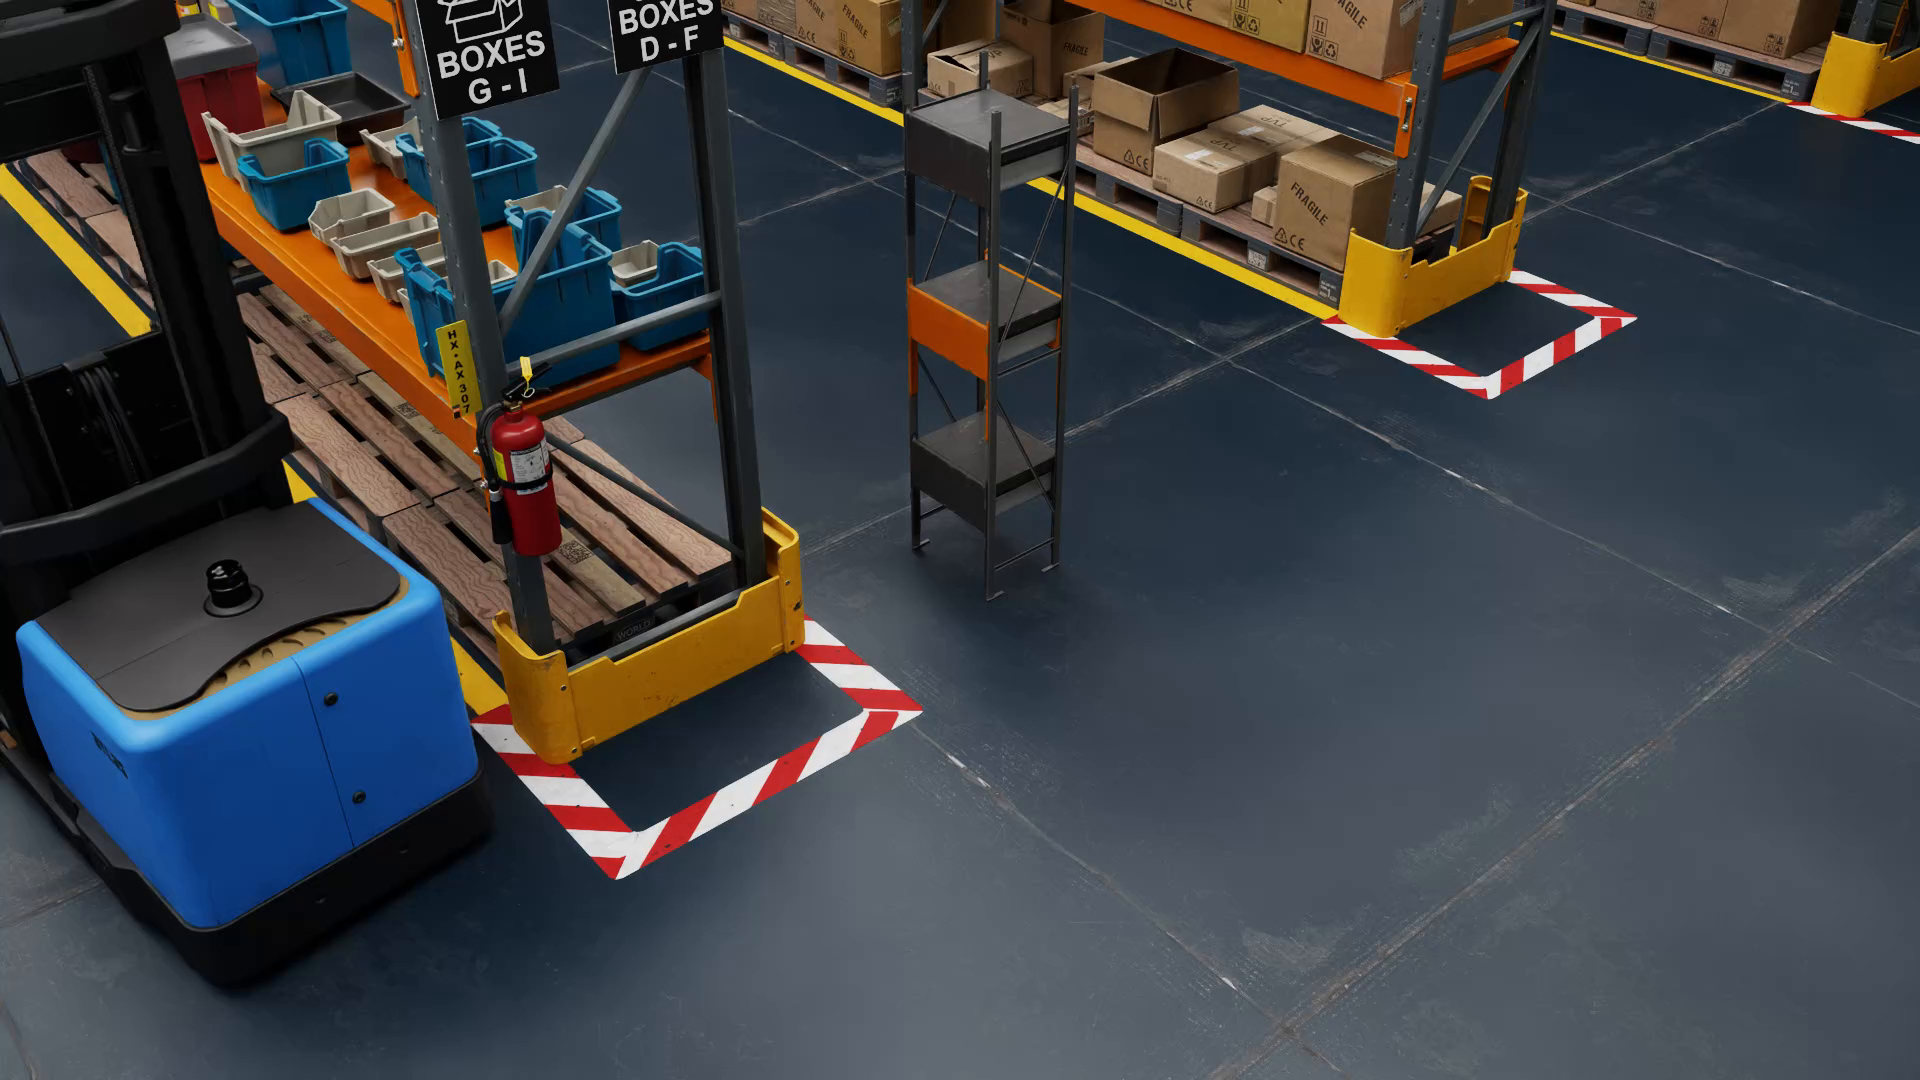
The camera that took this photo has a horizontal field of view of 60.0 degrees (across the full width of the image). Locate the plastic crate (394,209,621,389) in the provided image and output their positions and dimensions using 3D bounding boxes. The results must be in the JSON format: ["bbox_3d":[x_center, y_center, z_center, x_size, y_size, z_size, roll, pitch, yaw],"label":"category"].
[{"bbox_3d":[-1.536,-0.801,5.703,0.616,0.435,0.499,-26,43,-32],"label":"plastic crate"}]

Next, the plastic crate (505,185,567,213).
[{"bbox_3d":[-1.666,-1.305,6.673,0.250,0.136,0.298,-26,43,-32],"label":"plastic crate"}]

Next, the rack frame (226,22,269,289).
[{"bbox_3d":[-3.758,-2.450,8.114,1.000,3.000,0.127,-26,43,-32],"label":"rack frame"}]

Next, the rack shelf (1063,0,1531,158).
[{"bbox_3d":[1.319,-3.119,9.681,1.077,0.370,4.000,-26,43,-32],"label":"rack shelf"}]

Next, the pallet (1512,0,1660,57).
[{"bbox_3d":[5.032,-4.103,12.861,1.003,0.211,1.213,-26,43,-32],"label":"pallet"}]

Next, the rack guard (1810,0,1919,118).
[{"bbox_3d":[6.407,-3.348,11.545,1.175,0.500,0.348,-26,43,-32],"label":"rack guard"}]

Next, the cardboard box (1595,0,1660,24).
[{"bbox_3d":[5.215,-4.245,12.448,0.700,0.500,0.500,-28,44,-33],"label":"cardboard box"}]

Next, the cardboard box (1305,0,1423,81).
[{"bbox_3d":[2.112,-2.667,8.334,0.500,0.500,0.500,-25,42,-30],"label":"cardboard box"}]

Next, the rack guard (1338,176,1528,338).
[{"bbox_3d":[2.560,-1.543,8.996,1.175,0.500,0.348,-26,43,-32],"label":"rack guard"}]

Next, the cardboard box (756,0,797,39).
[{"bbox_3d":[-1.145,-4.009,12.098,0.500,0.500,0.500,-25,43,-31],"label":"cardboard box"}]

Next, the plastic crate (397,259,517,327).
[{"bbox_3d":[-1.842,-0.893,6.092,0.396,0.136,0.243,-26,43,-32],"label":"plastic crate"}]

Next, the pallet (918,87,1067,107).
[{"bbox_3d":[0.470,-2.854,11.098,1.003,0.211,1.213,-26,43,-32],"label":"pallet"}]

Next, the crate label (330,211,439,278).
[{"bbox_3d":[-2.216,-1.140,6.441,0.396,0.136,0.243,-26,43,-32],"label":"crate label"}]

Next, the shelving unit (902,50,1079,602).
[{"bbox_3d":[0.107,-0.784,6.540,0.431,2.100,0.503,-26,43,-32],"label":"shelving unit"}]

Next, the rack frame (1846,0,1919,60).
[{"bbox_3d":[6.391,-4.379,10.838,1.000,3.000,0.127,-26,43,-32],"label":"rack frame"}]

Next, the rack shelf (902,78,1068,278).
[{"bbox_3d":[0.107,-1.344,6.143,0.431,0.518,0.480,-26,43,-32],"label":"rack shelf"}]

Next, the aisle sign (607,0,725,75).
[{"bbox_3d":[-0.904,-1.824,4.981,0.394,0.787,0.004,-26,43,-32],"label":"aisle sign"}]

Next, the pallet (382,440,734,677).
[{"bbox_3d":[-1.680,0.075,6.961,1.003,0.211,1.213,-26,43,-32],"label":"pallet"}]

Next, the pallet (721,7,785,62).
[{"bbox_3d":[-1.317,-4.042,12.774,1.003,0.211,1.213,-26,43,-32],"label":"pallet"}]

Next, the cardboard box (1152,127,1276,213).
[{"bbox_3d":[1.480,-2.166,9.711,0.500,0.250,0.500,-26,43,-32],"label":"cardboard box"}]

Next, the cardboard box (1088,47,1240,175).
[{"bbox_3d":[1.244,-2.629,10.146,0.797,0.503,0.637,-26,43,-32],"label":"cardboard box"}]

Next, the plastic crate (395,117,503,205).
[{"bbox_3d":[-2.128,-1.586,6.987,0.416,0.233,0.300,-26,43,-32],"label":"plastic crate"}]

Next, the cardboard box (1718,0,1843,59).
[{"bbox_3d":[5.863,-3.802,11.822,0.700,0.500,0.500,-26,43,-32],"label":"cardboard box"}]

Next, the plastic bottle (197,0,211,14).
[{"bbox_3d":[-4.002,-2.907,8.867,0.152,0.276,0.135,-26,43,-32],"label":"plastic bottle"}]

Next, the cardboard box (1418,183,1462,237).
[{"bbox_3d":[2.602,-1.859,9.365,0.380,0.149,0.250,-26,43,-32],"label":"cardboard box"}]

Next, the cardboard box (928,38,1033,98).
[{"bbox_3d":[0.134,-3.112,10.995,0.500,0.311,0.500,-26,43,-32],"label":"cardboard box"}]

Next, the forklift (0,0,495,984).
[{"bbox_3d":[-3.027,-0.552,5.494,3.031,2.935,1.130,29,44,34],"label":"forklift"}]

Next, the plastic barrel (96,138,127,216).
[{"bbox_3d":[-4.553,-2.324,9.389,0.600,0.901,0.708,-26,43,-32],"label":"plastic barrel"}]

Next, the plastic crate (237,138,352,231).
[{"bbox_3d":[-2.698,-1.451,6.797,0.416,0.233,0.300,-26,43,-32],"label":"plastic crate"}]

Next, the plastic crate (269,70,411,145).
[{"bbox_3d":[-2.831,-1.968,7.620,0.437,0.125,0.590,-26,43,-32],"label":"plastic crate"}]

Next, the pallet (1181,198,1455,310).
[{"bbox_3d":[2.045,-1.777,9.576,1.003,0.211,1.213,-26,43,-32],"label":"pallet"}]

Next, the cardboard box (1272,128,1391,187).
[{"bbox_3d":[2.152,-2.154,9.694,0.500,0.250,0.500,-26,43,-32],"label":"cardboard box"}]

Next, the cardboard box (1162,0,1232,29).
[{"bbox_3d":[1.457,-3.117,8.969,0.500,0.500,0.500,-26,43,-31],"label":"cardboard box"}]

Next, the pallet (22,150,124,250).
[{"bbox_3d":[-5.016,-2.207,10.184,1.003,0.211,1.213,-26,43,-32],"label":"pallet"}]

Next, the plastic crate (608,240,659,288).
[{"bbox_3d":[-1.229,-1.005,6.250,0.250,0.136,0.298,-26,43,-32],"label":"plastic crate"}]

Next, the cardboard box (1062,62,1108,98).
[{"bbox_3d":[0.900,-3.023,11.009,0.380,0.149,0.250,-26,43,-32],"label":"cardboard box"}]

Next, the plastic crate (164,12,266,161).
[{"bbox_3d":[-3.374,-2.013,7.389,0.402,0.464,0.583,-26,43,-32],"label":"plastic crate"}]

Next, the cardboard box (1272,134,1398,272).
[{"bbox_3d":[2.070,-1.837,9.031,0.500,0.500,0.500,-26,43,-32],"label":"cardboard box"}]

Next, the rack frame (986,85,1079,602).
[{"bbox_3d":[0.264,-0.676,6.388,0.400,2.100,0.015,-26,43,-32],"label":"rack frame"}]

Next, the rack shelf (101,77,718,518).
[{"bbox_3d":[-2.468,-1.273,7.075,1.077,0.370,4.000,-26,43,-32],"label":"rack shelf"}]

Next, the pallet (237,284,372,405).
[{"bbox_3d":[-3.254,-1.002,8.482,1.003,0.211,1.213,-26,43,-32],"label":"pallet"}]

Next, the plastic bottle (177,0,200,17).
[{"bbox_3d":[-4.085,-2.822,8.811,0.097,0.201,0.097,0,35,0],"label":"plastic bottle"}]

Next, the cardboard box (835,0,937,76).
[{"bbox_3d":[-0.509,-3.566,11.472,0.500,0.500,0.500,-26,43,-32],"label":"cardboard box"}]

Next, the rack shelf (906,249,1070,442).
[{"bbox_3d":[0.107,-0.773,6.548,0.431,0.518,0.480,-26,43,-32],"label":"rack shelf"}]
